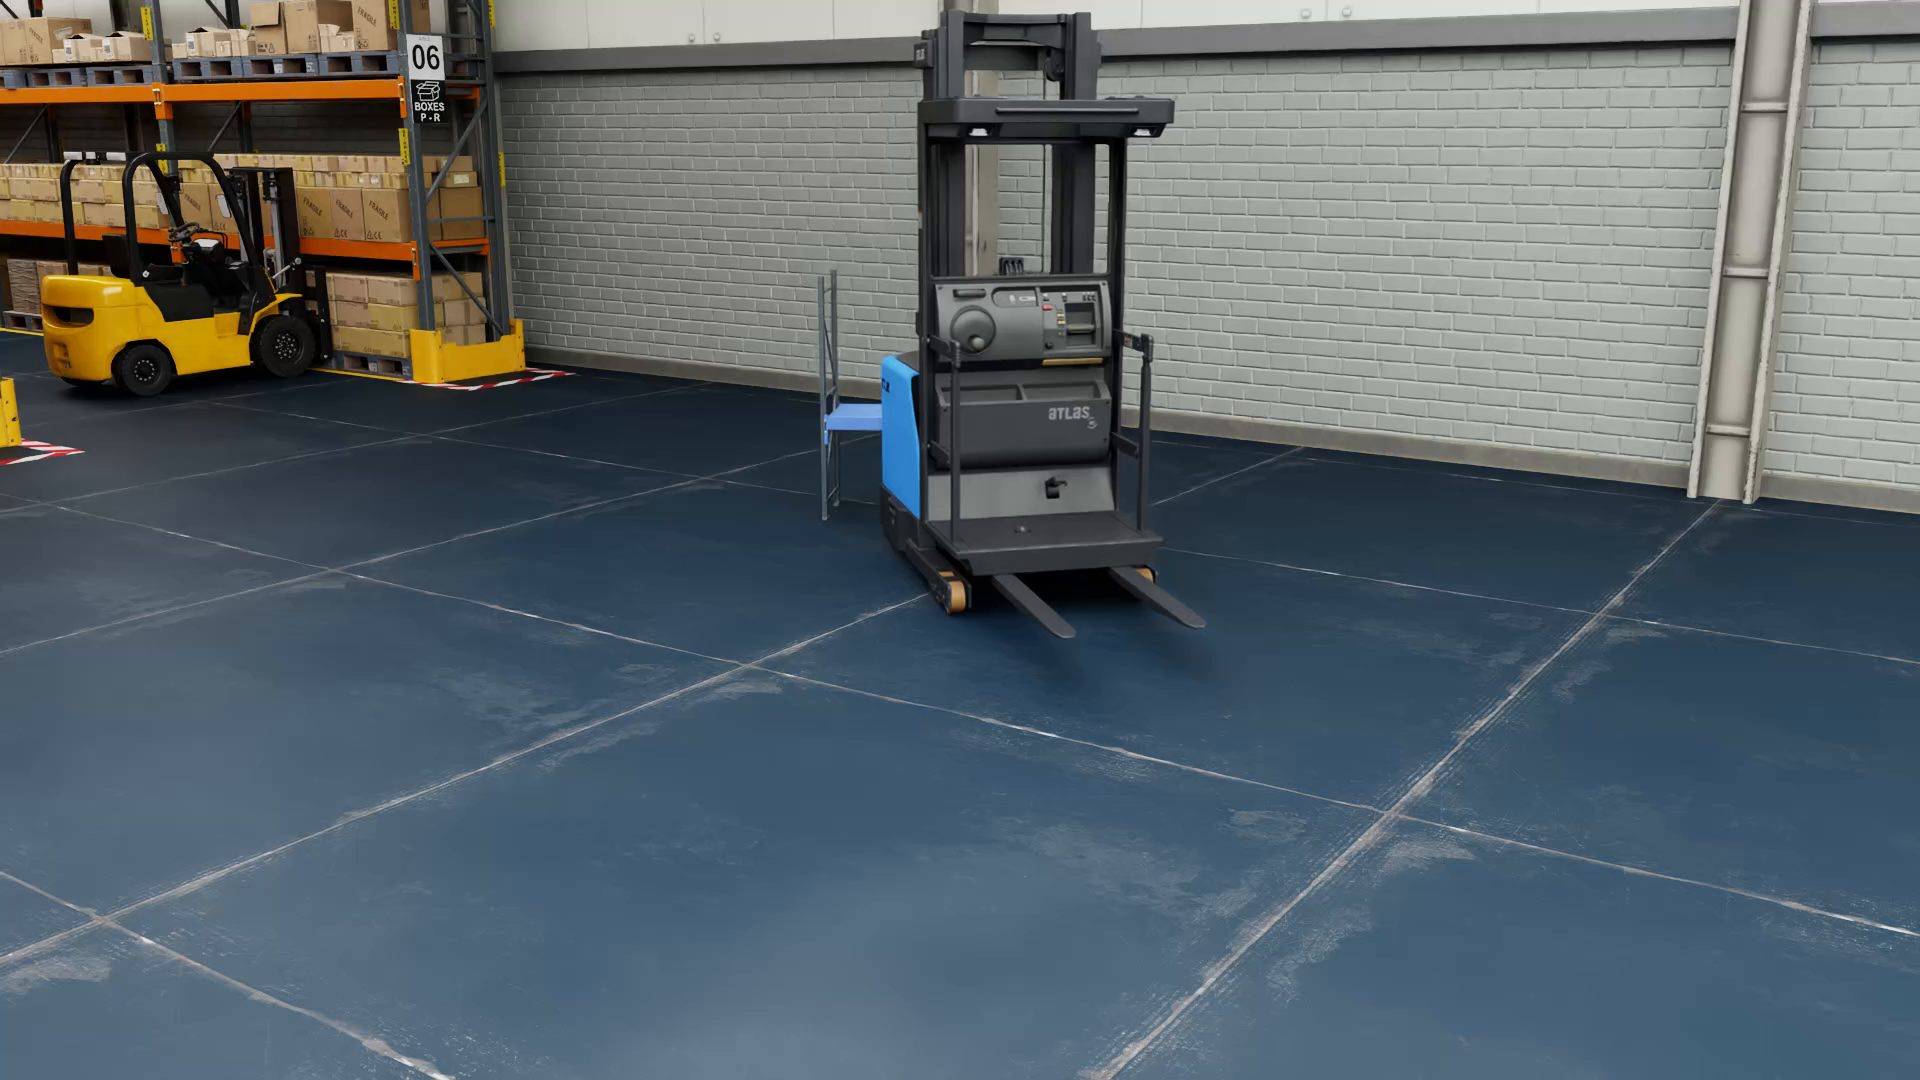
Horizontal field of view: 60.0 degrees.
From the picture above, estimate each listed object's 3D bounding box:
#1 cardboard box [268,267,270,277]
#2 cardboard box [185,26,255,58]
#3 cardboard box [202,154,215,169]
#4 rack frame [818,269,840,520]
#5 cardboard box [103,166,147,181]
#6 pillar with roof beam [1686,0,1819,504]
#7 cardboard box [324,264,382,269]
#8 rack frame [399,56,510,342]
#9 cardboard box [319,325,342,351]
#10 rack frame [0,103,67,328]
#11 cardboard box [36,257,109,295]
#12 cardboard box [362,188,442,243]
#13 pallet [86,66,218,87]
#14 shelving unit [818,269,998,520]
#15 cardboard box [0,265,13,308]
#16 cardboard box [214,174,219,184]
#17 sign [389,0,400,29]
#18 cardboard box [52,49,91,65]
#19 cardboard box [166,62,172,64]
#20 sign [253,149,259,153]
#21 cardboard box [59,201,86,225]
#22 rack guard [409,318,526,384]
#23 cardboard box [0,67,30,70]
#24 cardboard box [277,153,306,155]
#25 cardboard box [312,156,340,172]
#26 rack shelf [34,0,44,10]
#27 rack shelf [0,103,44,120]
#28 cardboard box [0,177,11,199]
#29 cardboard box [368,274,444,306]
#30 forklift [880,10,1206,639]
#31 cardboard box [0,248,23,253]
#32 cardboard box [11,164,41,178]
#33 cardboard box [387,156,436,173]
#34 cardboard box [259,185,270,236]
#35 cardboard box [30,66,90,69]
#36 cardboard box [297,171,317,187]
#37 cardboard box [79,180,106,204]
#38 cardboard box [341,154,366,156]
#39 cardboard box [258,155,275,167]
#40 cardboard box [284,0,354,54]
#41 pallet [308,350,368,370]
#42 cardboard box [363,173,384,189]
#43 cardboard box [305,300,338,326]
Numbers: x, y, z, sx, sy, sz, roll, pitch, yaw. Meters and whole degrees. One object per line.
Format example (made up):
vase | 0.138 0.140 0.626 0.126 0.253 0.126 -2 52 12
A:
cardboard box | -7.092 -2.710 17.296 0.500 0.250 0.500 10 17 35
cardboard box | -7.602 -5.123 17.137 0.500 0.311 0.500 10 17 34
cardboard box | -7.780 -4.010 17.604 0.250 0.149 0.380 9 17 34
rack frame | -0.816 -0.912 10.384 0.032 1.500 0.500 1 14 5
cardboard box | -9.254 -4.066 18.448 0.250 0.149 0.380 9 16 31
pillar with roof beam | 2.642 -3.799 6.443 0.400 9.000 9.100 9 17 33
cardboard box | -6.378 -2.744 17.432 0.500 0.250 0.500 9 16 32
rack frame | -4.837 -3.082 16.029 0.127 3.000 1.000 9 17 33
cardboard box | -6.221 -2.088 16.864 0.500 0.250 0.500 9 17 33
rack frame | -11.476 -4.154 20.363 0.127 3.000 1.000 9 17 33
cardboard box | -10.419 -3.033 19.901 0.625 0.625 0.875 10 17 35
cardboard box | -5.392 -3.144 16.072 0.500 0.500 0.500 9 16 32
pallet | -8.896 -5.097 18.326 1.217 0.209 0.805 8 16 31
shelving unit | -0.310 -0.900 10.339 1.048 1.500 0.538 1 14 5
cardboard box | -11.946 -3.159 20.669 0.500 0.500 0.500 10 17 34
cardboard box | -7.591 -3.822 17.464 0.250 0.149 0.380 9 17 33
sign | -5.152 -4.823 15.142 0.005 0.325 0.100 9 17 33
cardboard box | -9.878 -5.395 18.572 0.250 0.149 0.380 9 16 32
cardboard box | -8.751 -5.357 18.421 0.250 0.149 0.380 9 17 33
sign | -7.848 -4.187 18.530 0.005 0.325 0.100 9 17 33
cardboard box | -9.969 -3.767 19.112 0.500 0.250 0.500 10 17 35
rack guard | -4.818 -1.865 16.316 0.348 0.500 1.175 9 17 33
cardboard box | -11.645 -5.828 20.363 0.250 0.149 0.380 9 17 33
cardboard box | -7.068 -4.047 17.754 0.250 0.149 0.380 9 16 32
cardboard box | -6.150 -3.713 16.403 0.250 0.149 0.380 10 17 34
rack shelf | -9.816 -6.255 18.693 4.000 0.370 1.077 9 17 33
rack shelf | -13.135 -5.529 21.172 4.000 0.370 1.077 9 17 33
cardboard box | -11.258 -4.211 19.864 0.500 0.250 0.500 9 17 33
cardboard box | -5.394 -2.436 16.187 0.500 0.250 0.500 10 17 35
forklift | 0.387 -1.156 8.395 1.130 2.935 3.031 -4 14 -14
cardboard box | -12.191 -3.650 21.304 0.250 0.149 0.380 9 17 34
cardboard box | -10.926 -4.351 19.601 0.250 0.149 0.380 10 17 34
cardboard box | -5.252 -3.595 15.928 0.250 0.149 0.380 9 17 33
cardboard box | -7.072 -3.421 17.191 0.500 0.500 0.500 9 17 32
cardboard box | -10.731 -5.744 19.772 0.500 0.250 0.500 9 17 33
cardboard box | -6.360 -3.603 16.576 0.250 0.149 0.380 9 17 33
cardboard box | -9.559 -3.940 18.769 0.500 0.250 0.500 10 17 34
cardboard box | -6.264 -3.890 17.118 0.250 0.149 0.380 9 17 33
cardboard box | -6.944 -3.867 17.025 0.250 0.149 0.380 9 17 33
cardboard box | -6.135 -5.007 16.273 0.500 0.500 0.700 9 17 33
pallet | -6.504 -1.986 17.406 1.213 0.211 1.003 9 17 33
cardboard box | -5.510 -3.464 16.016 0.250 0.149 0.380 9 17 34
cardboard box | -6.266 -2.331 16.804 0.500 0.250 0.500 9 16 32
